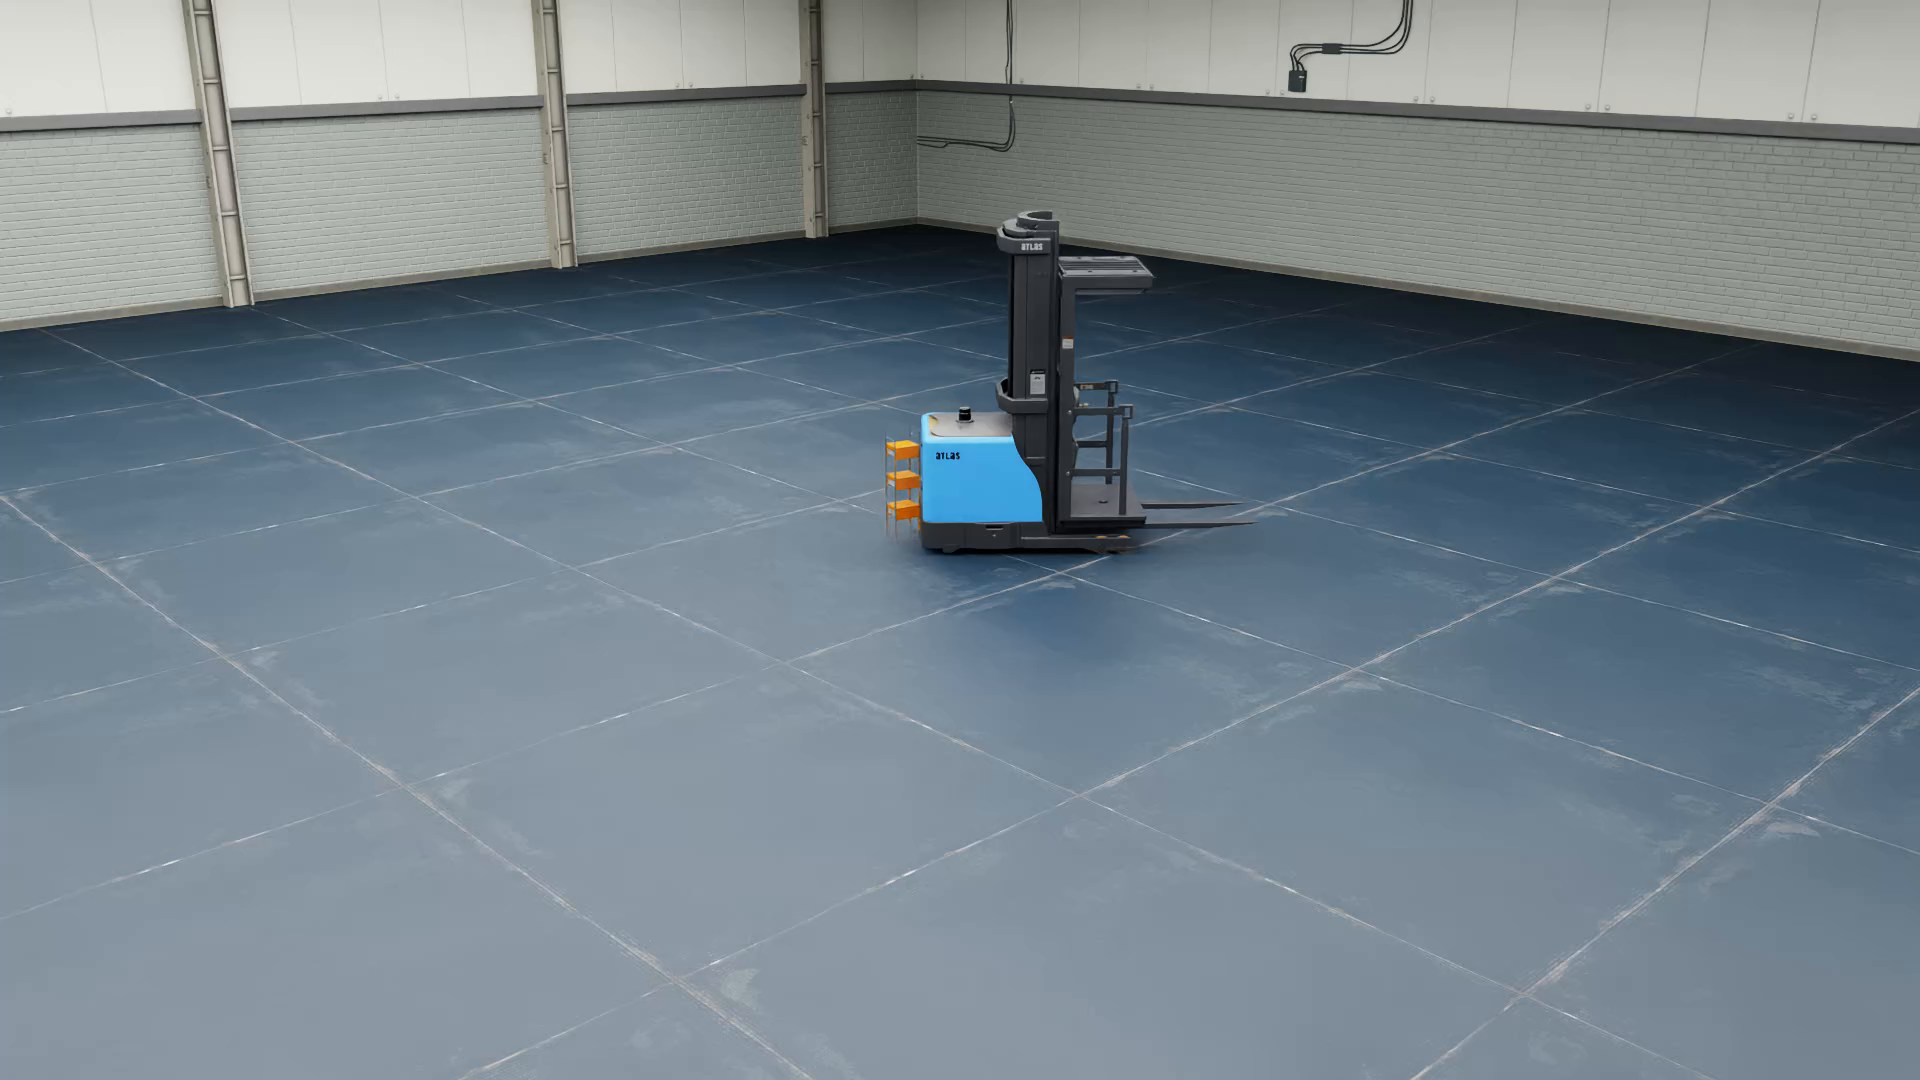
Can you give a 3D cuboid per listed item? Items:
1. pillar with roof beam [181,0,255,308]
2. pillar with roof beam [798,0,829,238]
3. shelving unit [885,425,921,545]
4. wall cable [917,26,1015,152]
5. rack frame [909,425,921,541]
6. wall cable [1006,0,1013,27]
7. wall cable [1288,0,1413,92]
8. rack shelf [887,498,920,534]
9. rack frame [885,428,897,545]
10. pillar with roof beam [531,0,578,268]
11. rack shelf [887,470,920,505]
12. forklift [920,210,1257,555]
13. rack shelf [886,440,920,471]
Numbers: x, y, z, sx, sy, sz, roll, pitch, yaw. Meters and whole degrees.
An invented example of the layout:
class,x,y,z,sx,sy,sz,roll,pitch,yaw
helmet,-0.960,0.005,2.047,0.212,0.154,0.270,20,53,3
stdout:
class,x,y,z,sx,sy,sz,roll,pitch,yaw
pillar with roof beam,-8.766,-7.139,22.677,0.400,9.000,9.100,-16,24,-41
pillar with roof beam,-0.047,-9.681,30.520,0.400,9.000,9.100,-16,24,-41
shelving unit,-0.519,-0.496,15.076,0.252,1.050,0.215,-10,20,-27
wall cable,0.045,-9.497,34.986,0.112,2.526,3.097,-16,24,-41
rack frame,-0.412,-0.514,15.132,0.008,1.050,0.200,-10,20,-27
wall cable,1.903,-11.293,32.337,0.112,2.526,3.097,-16,24,-41
wall cable,6.555,-10.461,27.410,0.169,6.003,2.305,-16,24,-41
rack shelf,-0.519,-0.221,15.165,0.240,0.259,0.215,-10,20,-27
rack frame,-0.626,-0.477,15.020,0.008,1.050,0.200,-10,20,-27
pillar with roof beam,-4.407,-8.410,26.599,0.400,9.000,9.100,-16,24,-41
rack shelf,-0.519,-0.486,15.080,0.240,0.259,0.215,-10,20,-27
forklift,1.160,-1.428,14.901,3.031,2.935,1.130,-1,18,-2
rack shelf,-0.519,-0.755,14.992,0.240,0.259,0.215,-10,20,-27
